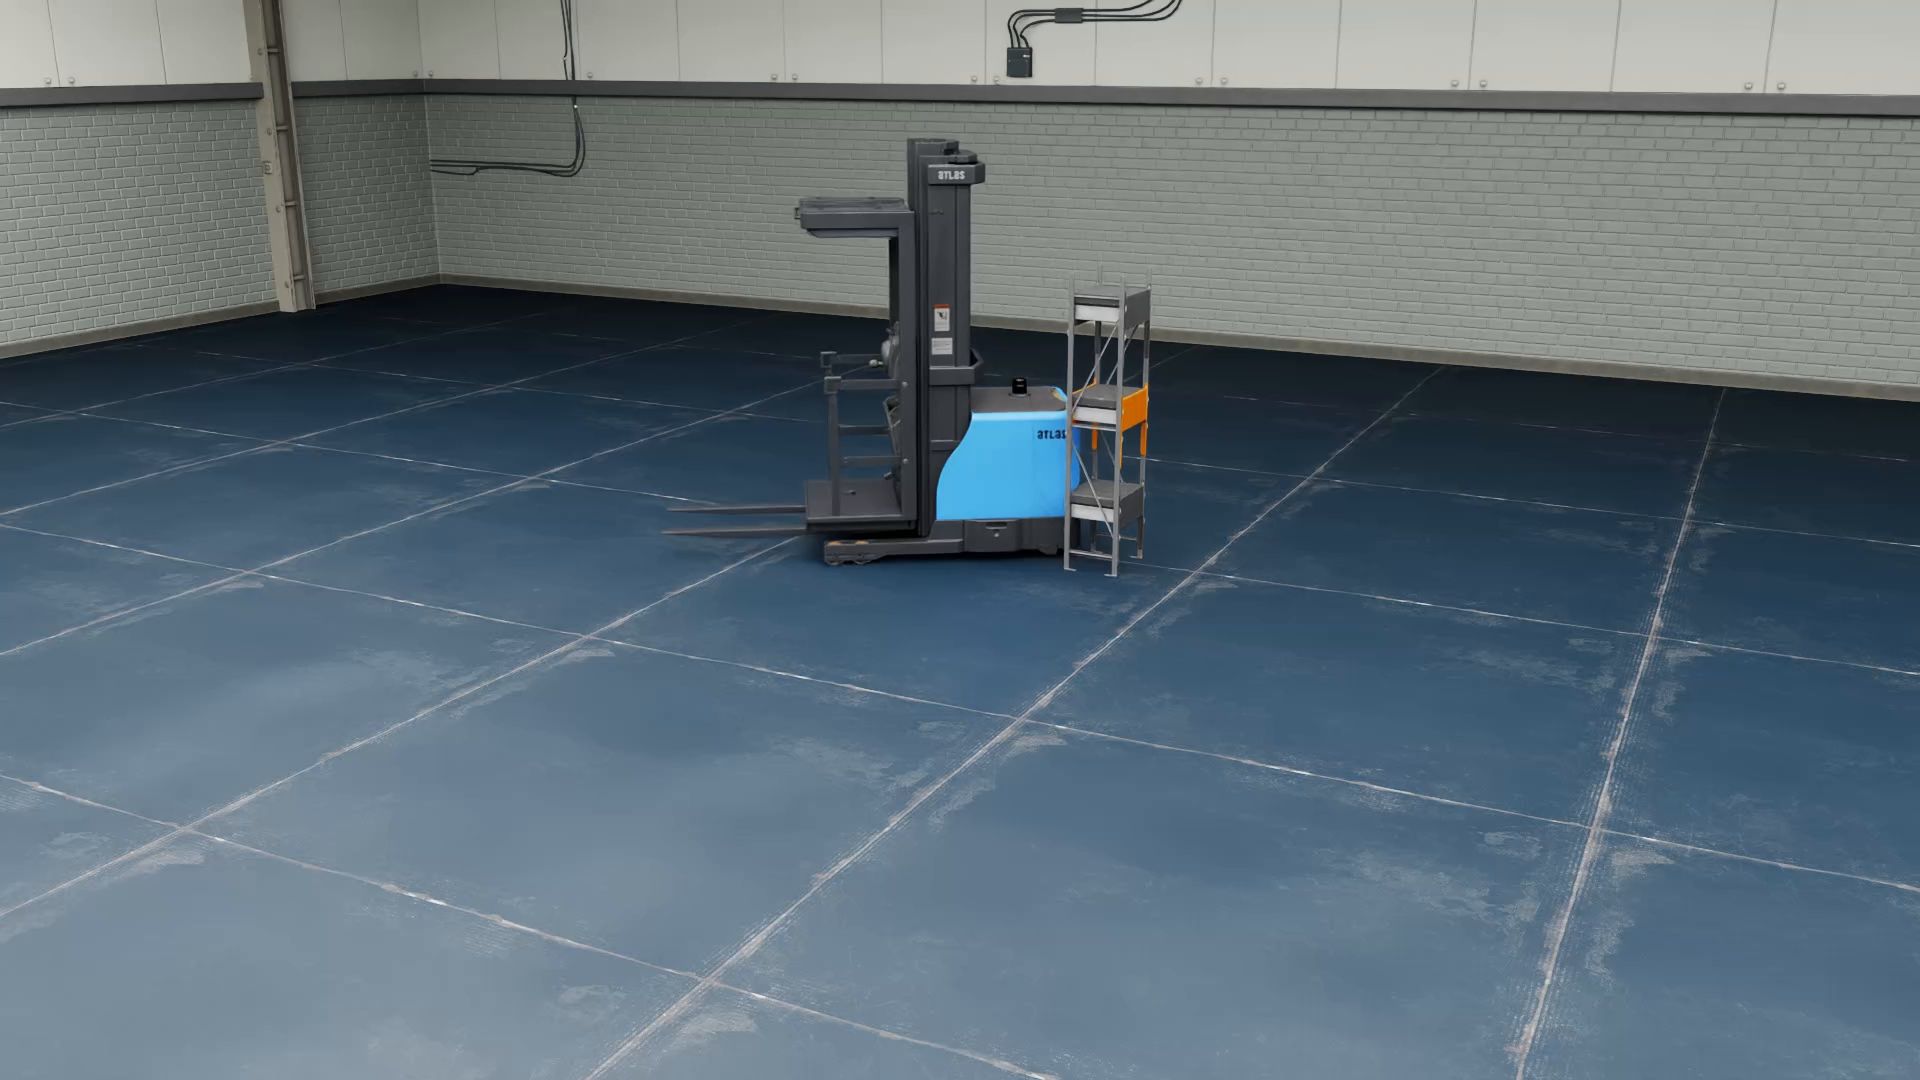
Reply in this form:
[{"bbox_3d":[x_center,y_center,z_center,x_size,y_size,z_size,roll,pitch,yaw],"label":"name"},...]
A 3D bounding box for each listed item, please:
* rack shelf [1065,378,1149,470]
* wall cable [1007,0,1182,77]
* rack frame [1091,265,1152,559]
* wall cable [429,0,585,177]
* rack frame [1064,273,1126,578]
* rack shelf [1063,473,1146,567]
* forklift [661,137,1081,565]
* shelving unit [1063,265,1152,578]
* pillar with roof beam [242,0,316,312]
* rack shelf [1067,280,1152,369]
[{"bbox_3d":[1.031,-0.819,11.643,0.431,0.518,0.480,8,18,26],"label":"rack shelf"},{"bbox_3d":[1.633,-8.566,19.586,2.305,6.003,0.169,8,18,25],"label":"wall cable"},{"bbox_3d":[1.142,-0.894,11.847,0.400,2.100,0.015,8,18,26],"label":"rack frame"},{"bbox_3d":[-6.853,-6.659,24.593,3.097,2.526,0.112,8,18,25],"label":"wall cable"},{"bbox_3d":[0.919,-0.771,11.431,0.400,2.100,0.015,8,18,26],"label":"rack frame"},{"bbox_3d":[1.031,-0.148,11.842,0.431,0.518,0.480,8,18,26],"label":"rack shelf"},{"bbox_3d":[-0.673,-1.382,12.029,3.031,2.935,1.130,-2,17,-6],"label":"forklift"},{"bbox_3d":[1.031,-0.832,11.639,0.431,2.100,0.503,8,18,26],"label":"shelving unit"},{"bbox_3d":[-5.501,-7.018,20.347,9.100,9.000,0.400,8,18,25],"label":"pillar with roof beam"},{"bbox_3d":[1.031,-1.490,11.444,0.431,0.518,0.480,8,18,26],"label":"rack shelf"}]
